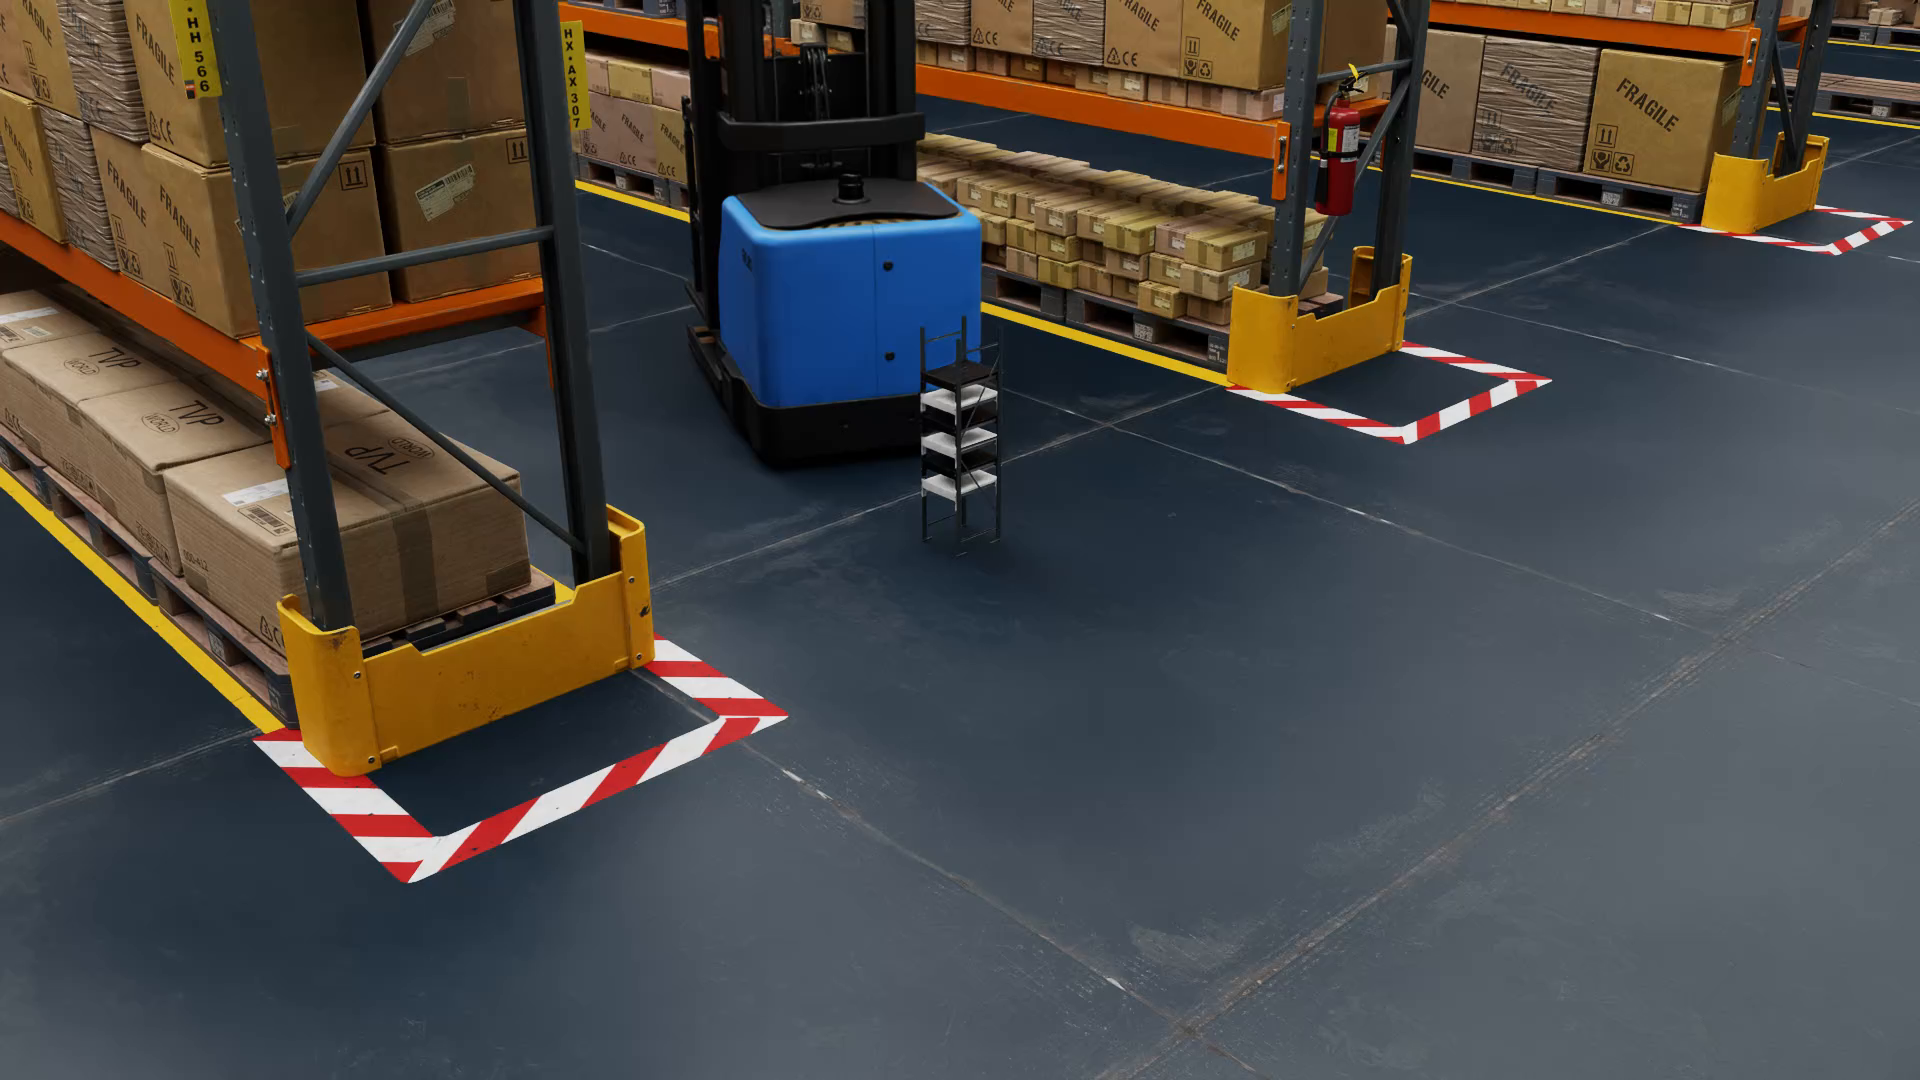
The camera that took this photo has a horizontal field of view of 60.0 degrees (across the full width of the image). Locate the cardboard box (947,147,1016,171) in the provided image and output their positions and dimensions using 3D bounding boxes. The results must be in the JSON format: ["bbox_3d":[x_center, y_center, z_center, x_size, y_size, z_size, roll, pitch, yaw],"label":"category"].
[{"bbox_3d":[0.138,-2.381,10.567,0.380,0.149,0.250,-20,31,-37],"label":"cardboard box"}]

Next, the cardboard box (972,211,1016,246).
[{"bbox_3d":[0.281,-1.856,9.774,0.380,0.149,0.250,-21,32,-38],"label":"cardboard box"}]

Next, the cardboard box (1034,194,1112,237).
[{"bbox_3d":[0.638,-1.829,9.357,0.380,0.149,0.250,-20,31,-37],"label":"cardboard box"}]

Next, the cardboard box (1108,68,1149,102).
[{"bbox_3d":[0.994,-2.411,8.725,0.380,0.149,0.250,-20,31,-37],"label":"cardboard box"}]

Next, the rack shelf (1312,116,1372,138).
[{"bbox_3d":[0.573,-2.622,9.579,0.831,0.071,3.687,-21,32,-38],"label":"rack shelf"}]

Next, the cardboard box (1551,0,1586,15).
[{"bbox_3d":[4.446,-3.864,11.909,0.273,0.149,0.395,21,32,38],"label":"cardboard box"}]

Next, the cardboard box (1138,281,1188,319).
[{"bbox_3d":[1.178,-1.322,8.963,0.380,0.149,0.250,-20,31,-37],"label":"cardboard box"}]

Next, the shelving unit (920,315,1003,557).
[{"bbox_3d":[-1.090,-4.804,12.405,8.426,4.047,12.137,-21,32,-38],"label":"shelving unit"}]

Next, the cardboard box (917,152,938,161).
[{"bbox_3d":[-0.356,-2.329,10.454,0.392,0.149,0.269,-20,31,-37],"label":"cardboard box"}]

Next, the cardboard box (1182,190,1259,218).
[{"bbox_3d":[1.475,-1.861,9.427,0.380,0.149,0.250,-21,32,-39],"label":"cardboard box"}]

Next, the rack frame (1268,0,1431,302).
[{"bbox_3d":[1.940,-2.279,8.131,1.000,3.000,0.127,-21,32,-38],"label":"rack frame"}]

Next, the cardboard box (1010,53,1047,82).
[{"bbox_3d":[0.501,-2.674,9.300,0.380,0.149,0.250,-21,32,-38],"label":"cardboard box"}]

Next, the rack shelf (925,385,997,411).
[{"bbox_3d":[-1.086,-5.083,12.288,8.407,3.443,12.128,-21,32,-38],"label":"rack shelf"}]

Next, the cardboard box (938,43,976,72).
[{"bbox_3d":[0.096,-2.812,9.604,0.380,0.149,0.250,-20,31,-36],"label":"cardboard box"}]

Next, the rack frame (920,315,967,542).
[{"bbox_3d":[-0.064,-0.438,6.625,0.240,0.900,0.006,-21,32,-38],"label":"rack frame"}]

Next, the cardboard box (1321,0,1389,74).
[{"bbox_3d":[1.835,-2.674,8.518,0.500,0.500,0.500,-19,31,-36],"label":"cardboard box"}]

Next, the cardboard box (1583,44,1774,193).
[{"bbox_3d":[5.134,-3.051,11.877,0.875,0.875,0.875,-21,32,-38],"label":"cardboard box"}]

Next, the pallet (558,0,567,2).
[{"bbox_3d":[-2.963,-4.430,13.077,1.213,0.211,1.003,-21,32,-38],"label":"pallet"}]

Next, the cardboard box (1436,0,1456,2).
[{"bbox_3d":[3.741,-4.176,12.593,0.380,0.149,0.250,-21,32,-38],"label":"cardboard box"}]

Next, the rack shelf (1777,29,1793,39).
[{"bbox_3d":[4.262,-3.999,12.596,0.831,0.071,3.687,-21,32,-38],"label":"rack shelf"}]

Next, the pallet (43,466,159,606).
[{"bbox_3d":[-3.038,-0.165,6.857,1.003,0.211,1.213,-21,32,-38],"label":"pallet"}]

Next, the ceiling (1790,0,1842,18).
[{"bbox_3d":[10.258,-6.465,20.016,0.500,0.311,0.500,-21,32,-38],"label":"ceiling"}]

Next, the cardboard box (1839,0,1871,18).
[{"bbox_3d":[10.726,-6.647,20.188,0.500,0.500,0.500,-21,32,-38],"label":"cardboard box"}]

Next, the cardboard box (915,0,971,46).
[{"bbox_3d":[0.022,-3.139,9.538,0.500,0.500,0.500,-22,33,-39],"label":"cardboard box"}]

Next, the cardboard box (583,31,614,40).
[{"bbox_3d":[-2.869,-3.965,13.429,0.500,0.250,0.500,-22,33,-40],"label":"cardboard box"}]

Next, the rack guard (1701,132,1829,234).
[{"bbox_3d":[5.646,-2.511,11.651,1.175,0.500,0.348,-21,32,-38],"label":"rack guard"}]

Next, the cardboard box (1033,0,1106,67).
[{"bbox_3d":[0.743,-2.831,8.863,0.500,0.500,0.500,-21,32,-38],"label":"cardboard box"}]

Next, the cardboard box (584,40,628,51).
[{"bbox_3d":[-2.887,-3.666,12.775,0.500,0.250,0.500,-22,32,-39],"label":"cardboard box"}]

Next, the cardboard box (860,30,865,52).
[{"bbox_3d":[-0.388,-3.075,10.178,0.250,0.149,0.380,22,33,39],"label":"cardboard box"}]

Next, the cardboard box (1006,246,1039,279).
[{"bbox_3d":[0.490,-1.646,9.673,0.380,0.149,0.250,-20,32,-37],"label":"cardboard box"}]

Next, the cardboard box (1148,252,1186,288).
[{"bbox_3d":[1.231,-1.482,8.954,0.380,0.149,0.250,-22,33,-40],"label":"cardboard box"}]

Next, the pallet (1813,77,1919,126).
[{"bbox_3d":[0.626,-1.559,9.913,21.016,0.211,3.492,-21,32,-38],"label":"pallet"}]

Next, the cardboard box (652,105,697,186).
[{"bbox_3d":[-1.834,-2.853,11.895,0.500,0.500,0.500,-22,33,-40],"label":"cardboard box"}]

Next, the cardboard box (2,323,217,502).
[{"bbox_3d":[-3.375,-0.589,7.009,0.875,0.438,0.875,-22,33,-40],"label":"cardboard box"}]

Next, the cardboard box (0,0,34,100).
[{"bbox_3d":[-3.164,-1.876,5.924,0.500,0.500,0.500,-22,32,-39],"label":"cardboard box"}]

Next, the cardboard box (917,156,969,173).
[{"bbox_3d":[-0.161,-2.257,10.295,0.380,0.149,0.250,-22,33,-40],"label":"cardboard box"}]

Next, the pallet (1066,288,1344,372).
[{"bbox_3d":[1.358,-1.289,9.322,1.003,0.211,1.213,-21,32,-38],"label":"pallet"}]

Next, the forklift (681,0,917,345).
[{"bbox_3d":[-3.636,-2.661,6.309,7.407,5.209,9.711,-8,26,-16],"label":"forklift"}]

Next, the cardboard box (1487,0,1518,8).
[{"bbox_3d":[4.101,-4.019,12.247,0.380,0.149,0.250,-20,32,-37],"label":"cardboard box"}]

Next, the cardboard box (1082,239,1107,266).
[{"bbox_3d":[0.906,-1.655,9.333,0.380,0.149,0.250,-22,32,-39],"label":"cardboard box"}]

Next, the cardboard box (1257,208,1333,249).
[{"bbox_3d":[1.830,-1.699,9.071,0.250,0.149,0.380,22,32,39],"label":"cardboard box"}]

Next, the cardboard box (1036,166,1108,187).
[{"bbox_3d":[0.674,-2.141,10.040,0.380,0.149,0.250,-21,32,-38],"label":"cardboard box"}]

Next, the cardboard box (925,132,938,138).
[{"bbox_3d":[-0.361,-2.621,11.094,0.380,0.149,0.250,-20,31,-37],"label":"cardboard box"}]

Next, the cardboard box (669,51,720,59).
[{"bbox_3d":[-1.818,-3.501,12.412,0.500,0.250,0.500,-20,31,-37],"label":"cardboard box"}]

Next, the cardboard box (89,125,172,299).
[{"bbox_3d":[-2.459,-1.117,5.463,0.500,0.500,0.500,-22,33,-39],"label":"cardboard box"}]

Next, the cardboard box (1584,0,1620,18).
[{"bbox_3d":[4.625,-3.786,11.738,0.380,0.149,0.250,-21,32,-38],"label":"cardboard box"}]
